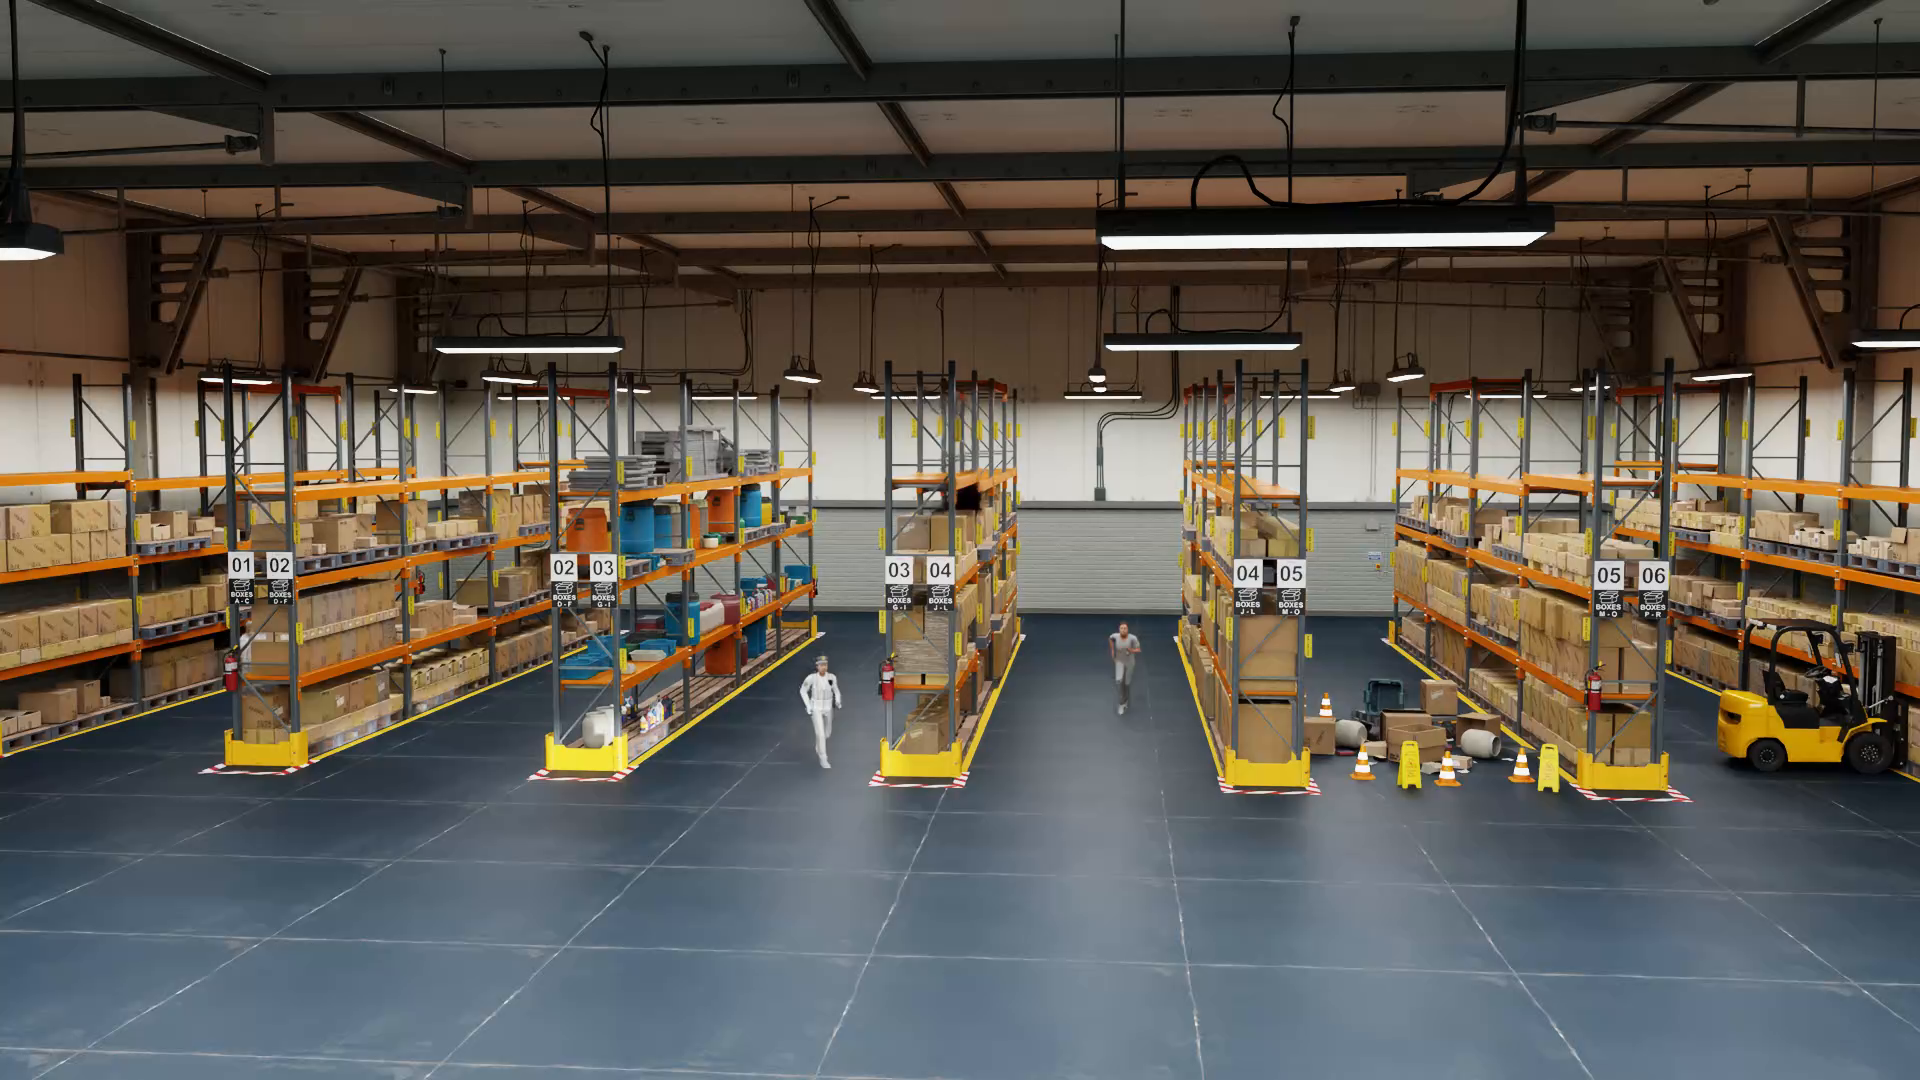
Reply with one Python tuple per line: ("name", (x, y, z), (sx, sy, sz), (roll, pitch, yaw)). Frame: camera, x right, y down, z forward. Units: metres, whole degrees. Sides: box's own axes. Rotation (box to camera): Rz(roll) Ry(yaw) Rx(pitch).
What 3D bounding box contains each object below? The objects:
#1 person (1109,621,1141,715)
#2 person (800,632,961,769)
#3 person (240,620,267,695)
("person", (2.928, 2.243, 29.548), (0.562, 1.654, 0.916), (0, 4, 6))
("person", (-1.246, 2.347, 24.636), (2.010, 2.106, 1.930), (-1, 4, -19))
("person", (-12.615, 2.248, 29.584), (0.597, 1.628, 0.539), (0, 4, 0))
